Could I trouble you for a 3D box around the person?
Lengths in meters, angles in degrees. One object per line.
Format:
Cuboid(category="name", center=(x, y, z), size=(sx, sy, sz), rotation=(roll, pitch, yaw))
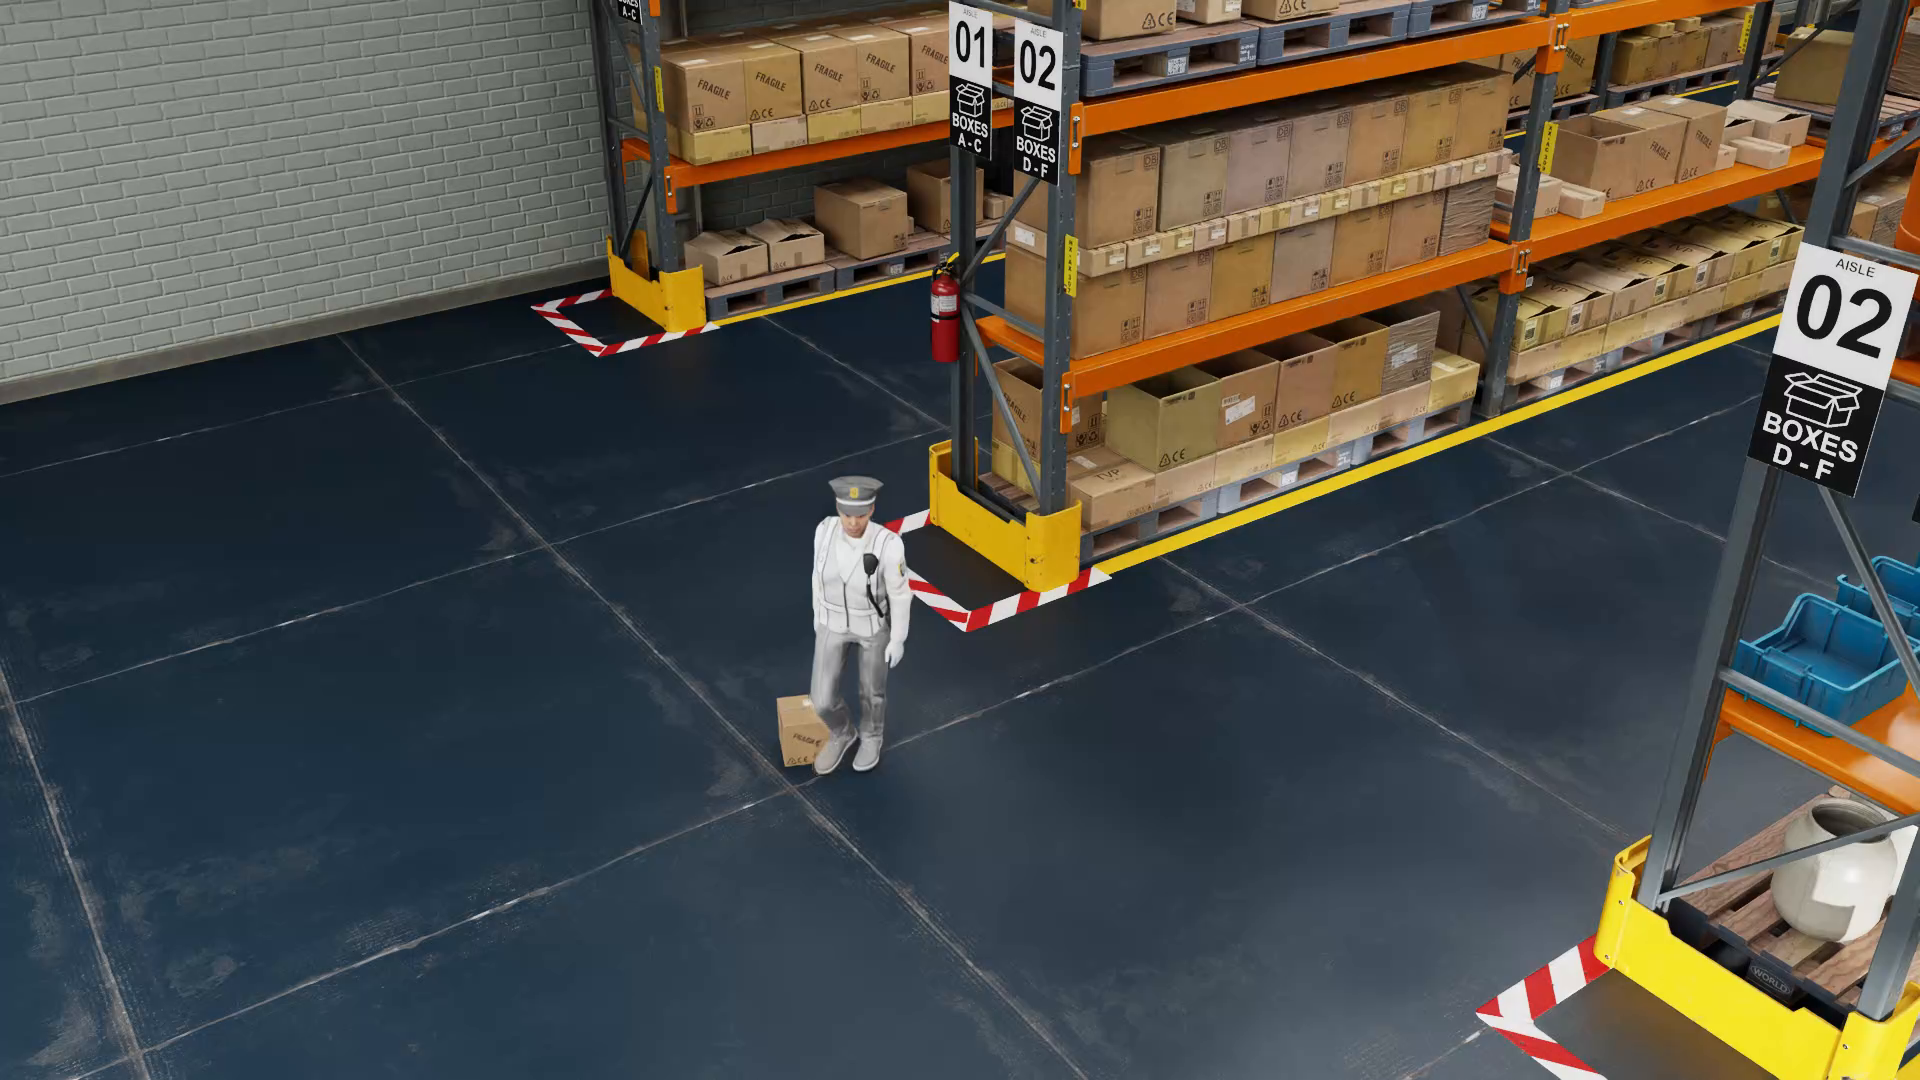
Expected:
Cuboid(category="person", center=(-0.467, 0.405, 7.832), size=(0.509, 1.660, 0.489), rotation=(5, 29, 10))
